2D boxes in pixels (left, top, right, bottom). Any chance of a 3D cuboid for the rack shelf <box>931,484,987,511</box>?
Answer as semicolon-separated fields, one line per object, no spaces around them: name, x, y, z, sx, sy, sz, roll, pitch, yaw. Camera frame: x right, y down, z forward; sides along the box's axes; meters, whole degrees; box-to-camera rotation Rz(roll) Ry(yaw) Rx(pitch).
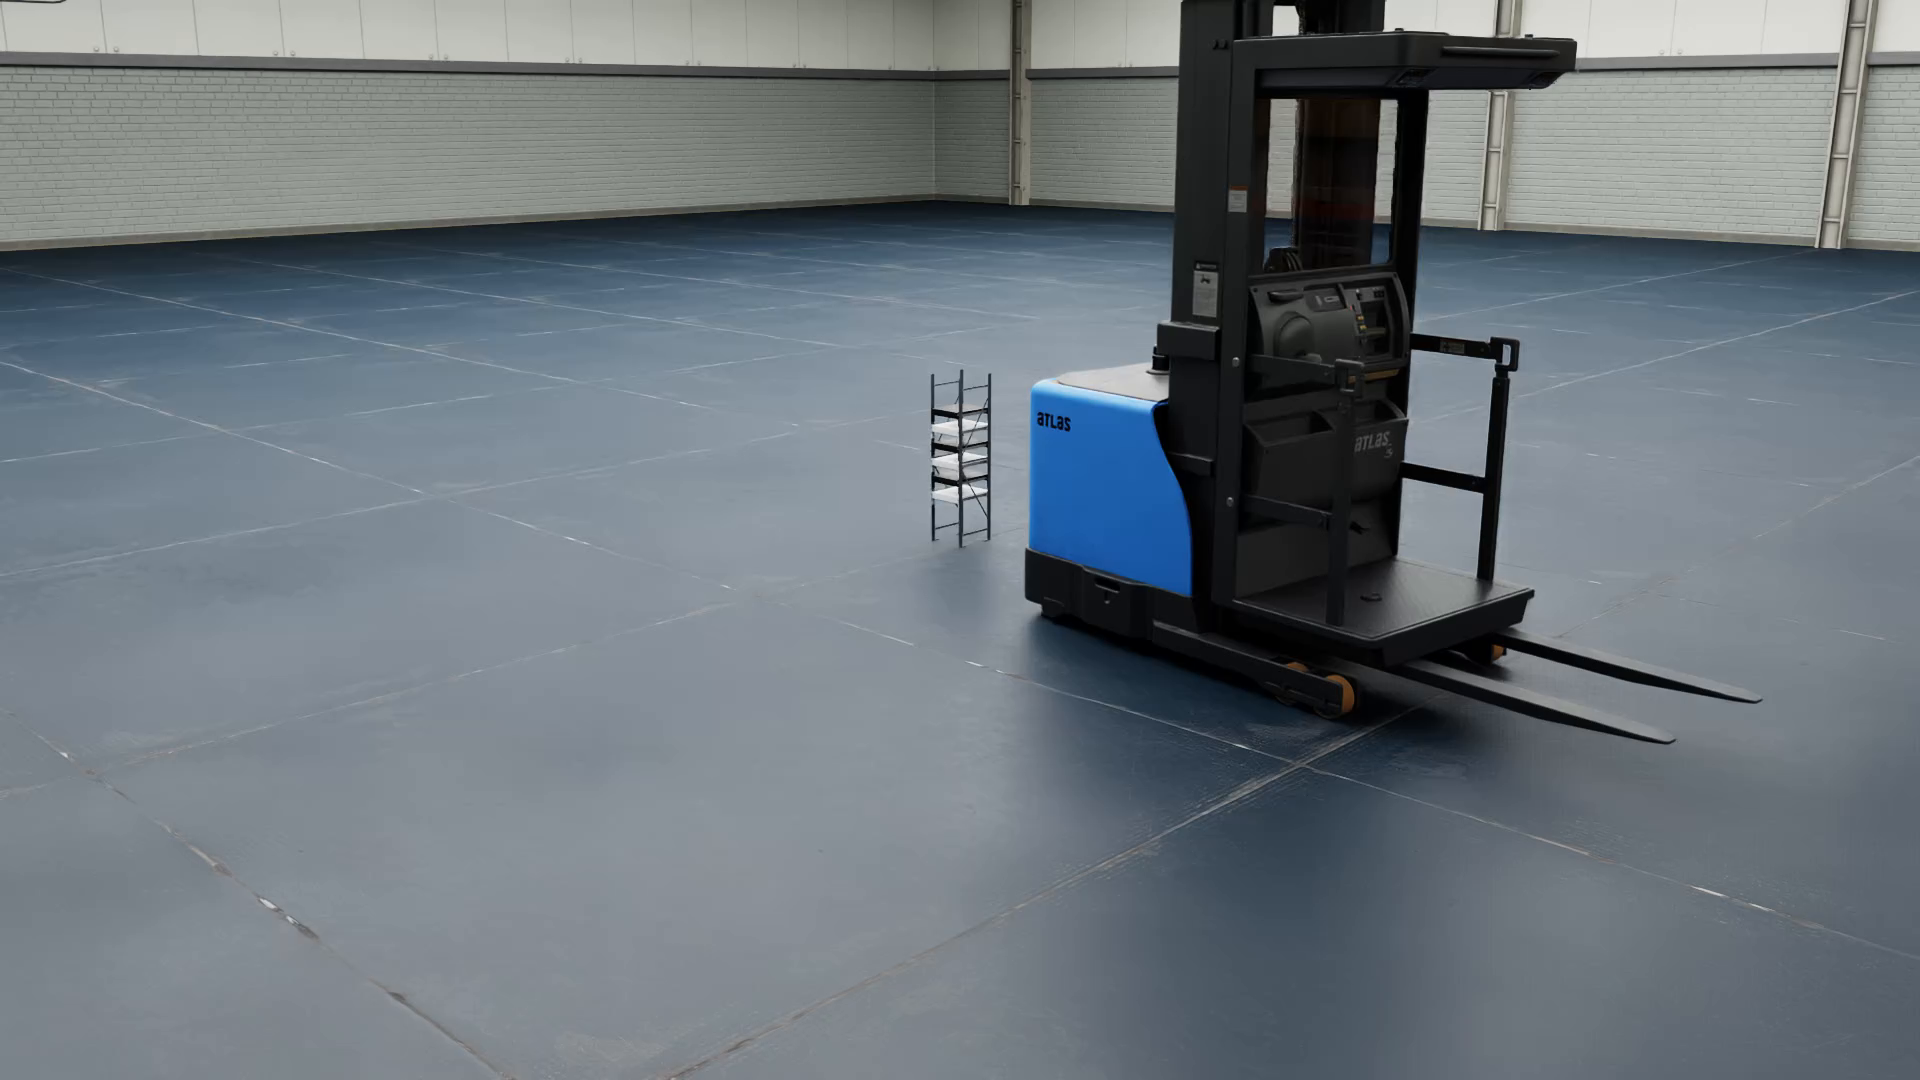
rack shelf;0.006;-0.228;8.867;0.200;0.077;0.258;14;20;42

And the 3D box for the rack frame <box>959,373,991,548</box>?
rack frame;0.079;-0.416;8.745;0.006;0.900;0.240;14;20;42

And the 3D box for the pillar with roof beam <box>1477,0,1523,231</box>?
pillar with roof beam;7.061;-9.449;27.350;0.400;9.000;9.100;14;20;42

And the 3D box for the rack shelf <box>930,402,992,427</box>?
rack shelf;0.006;-0.663;8.753;0.200;0.077;0.258;14;20;42

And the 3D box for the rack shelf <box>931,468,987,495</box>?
rack shelf;0.006;-0.315;8.844;0.200;0.077;0.258;14;20;42

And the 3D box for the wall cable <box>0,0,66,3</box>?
wall cable;-15.055;-10.735;25.540;0.169;6.003;2.305;14;20;42

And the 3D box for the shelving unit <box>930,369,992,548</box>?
shelving unit;0.006;-0.434;8.813;0.210;0.900;0.258;14;20;42

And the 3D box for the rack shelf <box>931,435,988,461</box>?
rack shelf;0.006;-0.489;8.799;0.200;0.077;0.258;14;20;42

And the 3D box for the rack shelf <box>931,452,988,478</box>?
rack shelf;0.006;-0.402;8.822;0.200;0.077;0.258;14;20;42

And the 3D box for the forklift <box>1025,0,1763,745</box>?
forklift;1.624;-0.881;6.498;1.130;2.935;3.031;-12;19;-38

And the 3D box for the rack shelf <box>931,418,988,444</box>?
rack shelf;0.006;-0.576;8.776;0.200;0.077;0.258;14;20;42

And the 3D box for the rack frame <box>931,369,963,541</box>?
rack frame;-0.067;-0.452;8.881;0.006;0.900;0.240;14;20;42

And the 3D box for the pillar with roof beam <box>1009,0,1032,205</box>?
pillar with roof beam;-1.577;-11.549;35.411;0.400;9.000;9.100;14;20;42

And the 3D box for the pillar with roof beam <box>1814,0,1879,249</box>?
pillar with roof beam;11.381;-8.399;23.320;0.400;9.000;9.100;14;20;42
